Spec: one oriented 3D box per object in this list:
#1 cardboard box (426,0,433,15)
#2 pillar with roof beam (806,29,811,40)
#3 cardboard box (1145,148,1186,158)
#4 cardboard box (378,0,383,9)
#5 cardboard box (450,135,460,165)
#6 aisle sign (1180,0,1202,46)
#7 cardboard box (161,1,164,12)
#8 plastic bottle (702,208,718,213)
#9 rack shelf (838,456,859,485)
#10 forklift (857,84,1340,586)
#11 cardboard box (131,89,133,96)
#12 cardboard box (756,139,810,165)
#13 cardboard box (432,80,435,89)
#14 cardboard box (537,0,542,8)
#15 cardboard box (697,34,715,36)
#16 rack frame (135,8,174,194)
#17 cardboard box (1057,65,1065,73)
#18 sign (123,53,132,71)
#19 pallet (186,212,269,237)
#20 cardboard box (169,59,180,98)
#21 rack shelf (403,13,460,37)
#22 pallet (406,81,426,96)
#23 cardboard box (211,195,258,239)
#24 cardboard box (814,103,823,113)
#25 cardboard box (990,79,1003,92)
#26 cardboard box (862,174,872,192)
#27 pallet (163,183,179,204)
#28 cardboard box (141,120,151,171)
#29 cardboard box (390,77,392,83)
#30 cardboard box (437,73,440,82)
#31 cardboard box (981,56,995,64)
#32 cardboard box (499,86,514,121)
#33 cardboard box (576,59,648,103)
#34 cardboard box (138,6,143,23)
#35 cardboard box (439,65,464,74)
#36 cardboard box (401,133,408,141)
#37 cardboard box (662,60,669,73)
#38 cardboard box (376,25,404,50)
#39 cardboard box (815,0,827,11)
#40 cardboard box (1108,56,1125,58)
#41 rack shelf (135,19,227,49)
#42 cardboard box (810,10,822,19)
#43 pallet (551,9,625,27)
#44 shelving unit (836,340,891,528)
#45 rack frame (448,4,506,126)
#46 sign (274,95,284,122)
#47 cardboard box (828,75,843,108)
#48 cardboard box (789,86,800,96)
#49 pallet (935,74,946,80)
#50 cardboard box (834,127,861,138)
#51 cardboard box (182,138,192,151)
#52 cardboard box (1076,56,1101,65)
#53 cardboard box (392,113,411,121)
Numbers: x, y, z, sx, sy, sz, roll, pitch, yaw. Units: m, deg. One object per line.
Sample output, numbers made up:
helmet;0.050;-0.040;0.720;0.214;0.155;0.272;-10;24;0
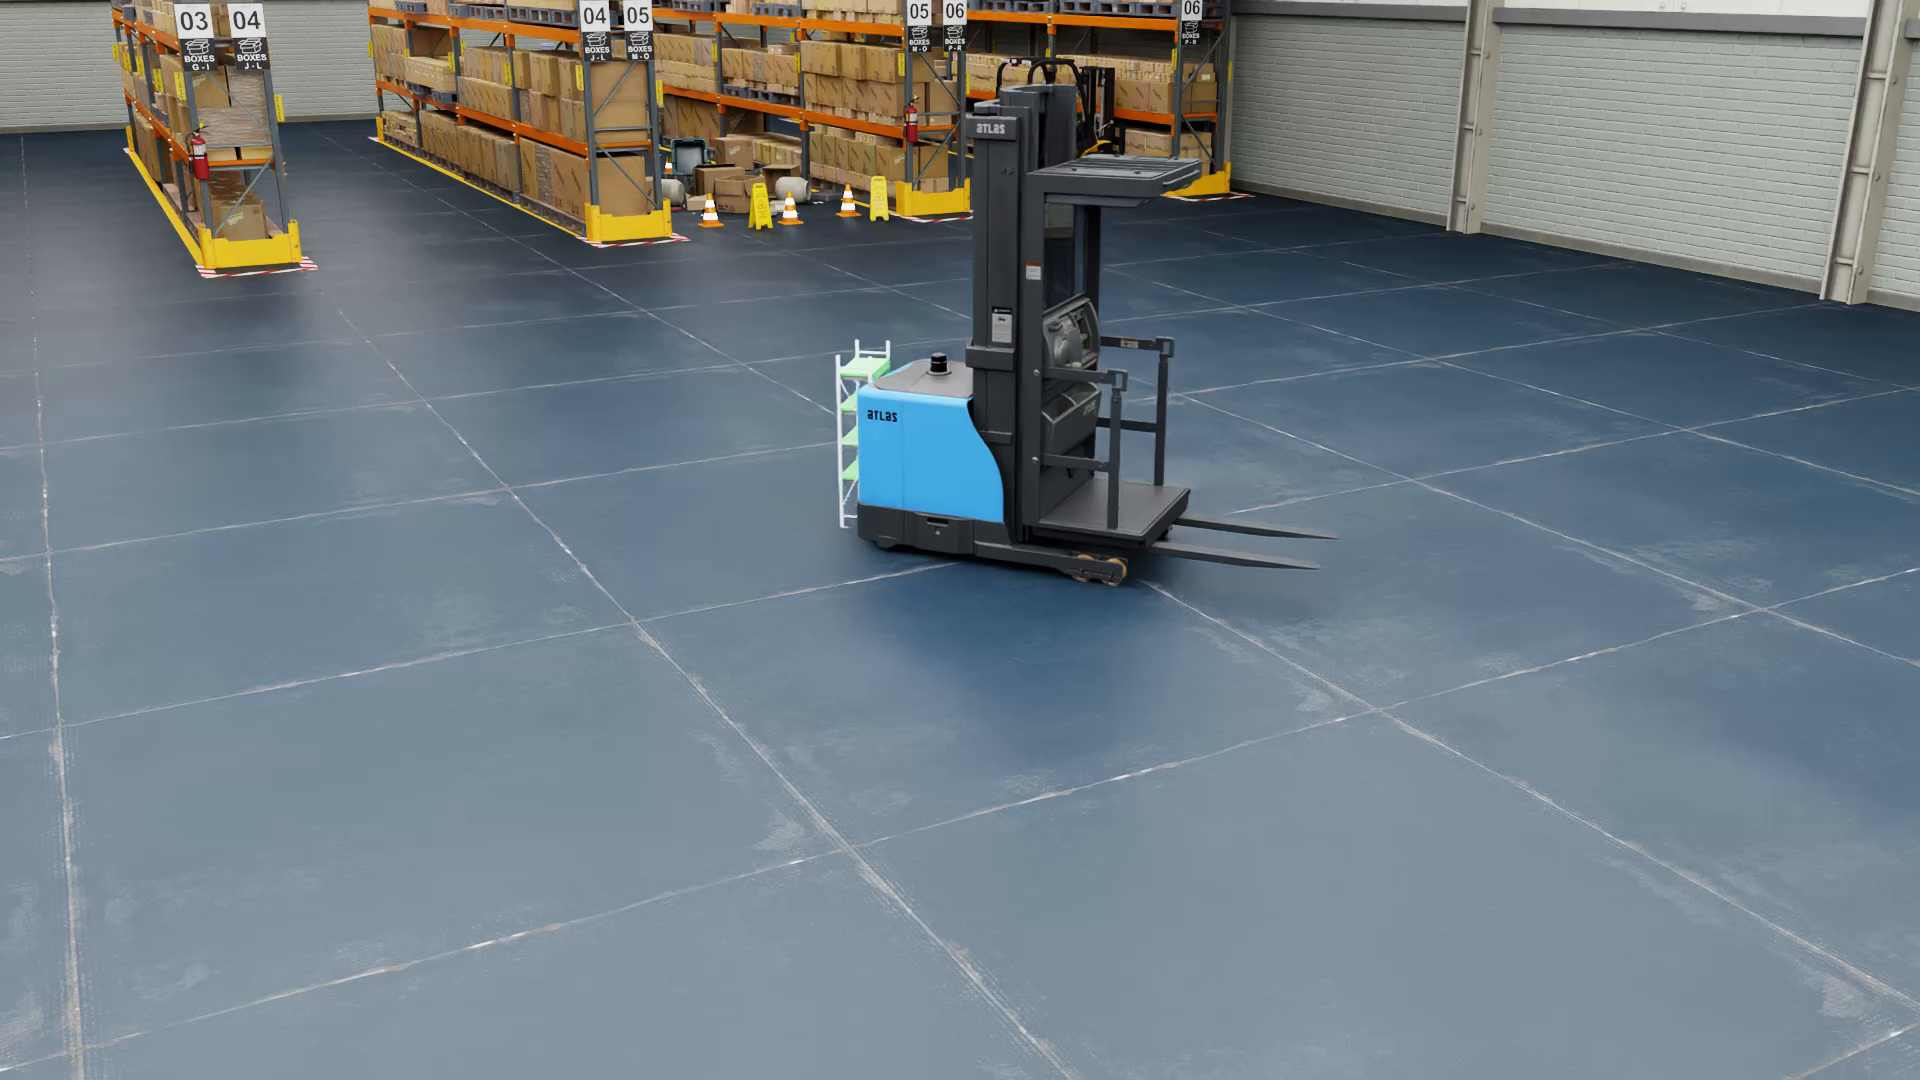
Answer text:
cardboard box;-9.463;-9.883;30.421;0.500;0.500;0.500;-10;21;-27
pillar with roof beam;-7.885;-14.952;40.667;9.100;9.000;0.400;-10;21;-27
cardboard box;3.482;-6.503;28.183;0.500;0.250;0.500;-10;22;-27
cardboard box;-11.794;-11.185;34.578;0.500;0.250;0.500;-11;22;-28
cardboard box;-9.028;-7.173;30.507;0.500;0.500;0.500;-10;21;-27
aisle sign;3.761;-8.441;27.009;0.394;0.787;0.004;-10;21;-27
cardboard box;-10.464;-7.146;22.261;0.380;0.149;0.250;-10;22;-28
plastic bottle;-3.919;-5.137;25.923;0.283;0.061;0.133;16;25;39
rack shelf;-0.651;-0.438;11.492;0.258;0.148;0.480;4;19;11
forklift;0.887;-1.298;10.400;3.031;2.935;1.130;8;21;22
cardboard box;-15.475;-8.482;31.499;0.380;0.149;0.250;-10;22;-28
cardboard box;-3.205;-7.166;30.686;0.950;0.372;0.625;-9;21;-25
cardboard box;-9.478;-8.375;30.545;0.380;0.149;0.250;-10;22;-27
cardboard box;-5.867;-7.737;23.943;0.380;0.149;0.250;-10;21;-26
cardboard box;-5.168;-10.086;34.076;0.500;0.500;0.500;-9;21;-25
rack frame;-12.899;-7.268;27.596;1.000;3.000;0.127;-10;21;-27
cardboard box;2.009;-8.646;30.442;0.380;0.149;0.250;-10;22;-28
sign;-15.286;-8.777;30.519;0.100;0.325;0.005;-10;21;-27
pallet;-10.649;-4.614;24.180;1.003;0.211;1.213;-10;21;-27
cardboard box;-10.286;-6.183;22.309;0.500;0.500;0.500;-10;21;-27
rack shelf;-9.435;-9.659;31.030;1.077;0.370;4.000;-10;21;-27
pallet;-10.150;-8.823;32.396;1.003;0.211;1.213;-10;21;-27
cardboard box;-9.696;-4.336;22.288;0.500;0.500;0.500;-4;20;-12
cardboard box;-2.245;-7.331;28.164;0.380;0.149;0.250;-9;21;-25
cardboard box;0.915;-8.896;32.543;0.500;0.250;0.500;-9;21;-25
cardboard box;-1.238;-5.745;26.755;0.500;0.250;0.500;-10;21;-26
pallet;-12.529;-5.725;27.400;1.003;0.211;1.213;-10;21;-27
cardboard box;-13.625;-6.921;29.202;1.225;0.875;0.875;-10;21;-26
cardboard box;-11.830;-9.754;35.186;0.380;0.149;0.250;-10;22;-27
cardboard box;-9.249;-8.375;30.090;0.380;0.149;0.250;-9;21;-25
cardboard box;0.635;-9.503;32.925;0.380;0.149;0.250;-10;21;-26
cardboard box;-7.069;-7.015;26.708;0.500;0.500;0.500;-10;21;-27
cardboard box;-4.829;-6.405;23.208;0.875;0.550;0.550;-10;21;-27
cardboard box;-12.656;-8.293;26.198;0.500;0.250;0.500;-9;21;-25
cardboard box;-9.122;-8.438;29.815;0.380;0.149;0.250;-11;22;-29
cardboard box;-11.363;-8.363;34.497;0.380;0.149;0.250;-10;21;-27
cardboard box;-5.844;-9.801;34.401;0.500;0.250;0.500;-10;21;-26
cardboard box;-12.060;-10.650;35.256;0.500;0.500;0.500;-9;21;-25
cardboard box;-2.057;-8.827;27.289;0.500;0.250;0.500;-10;21;-27
cardboard box;2.900;-8.660;30.025;0.380;0.149;0.250;-10;22;-28
rack shelf;-11.949;-7.772;25.560;1.077;0.370;4.000;-10;21;-27
cardboard box;-2.273;-8.742;27.655;0.380;0.149;0.250;-10;21;-27
pallet;-5.048;-7.298;23.220;1.003;0.211;1.213;-10;21;-27
shelving unit;-0.651;-0.725;11.393;0.258;1.200;0.503;4;19;11
rack frame;-8.486;-8.007;29.738;1.000;3.000;0.127;-10;21;-27
sign;-8.622;-5.465;21.043;0.100;0.325;0.005;-10;21;-27
cardboard box;-1.828;-7.386;27.330;0.500;0.500;0.500;-10;21;-27
cardboard box;-2.765;-7.839;28.993;0.380;0.149;0.250;-10;21;-26
pallet;-0.194;-9.666;34.839;1.213;0.211;1.003;-10;21;-27
cardboard box;-1.853;-6.734;27.476;0.380;0.149;0.250;-9;21;-24
cardboard box;-10.222;-5.317;22.326;0.380;0.149;0.250;-10;21;-27
cardboard box;2.312;-8.649;29.994;0.380;0.149;0.250;-10;22;-28
cardboard box;-11.900;-9.022;35.493;0.380;0.149;0.250;-11;22;-29
